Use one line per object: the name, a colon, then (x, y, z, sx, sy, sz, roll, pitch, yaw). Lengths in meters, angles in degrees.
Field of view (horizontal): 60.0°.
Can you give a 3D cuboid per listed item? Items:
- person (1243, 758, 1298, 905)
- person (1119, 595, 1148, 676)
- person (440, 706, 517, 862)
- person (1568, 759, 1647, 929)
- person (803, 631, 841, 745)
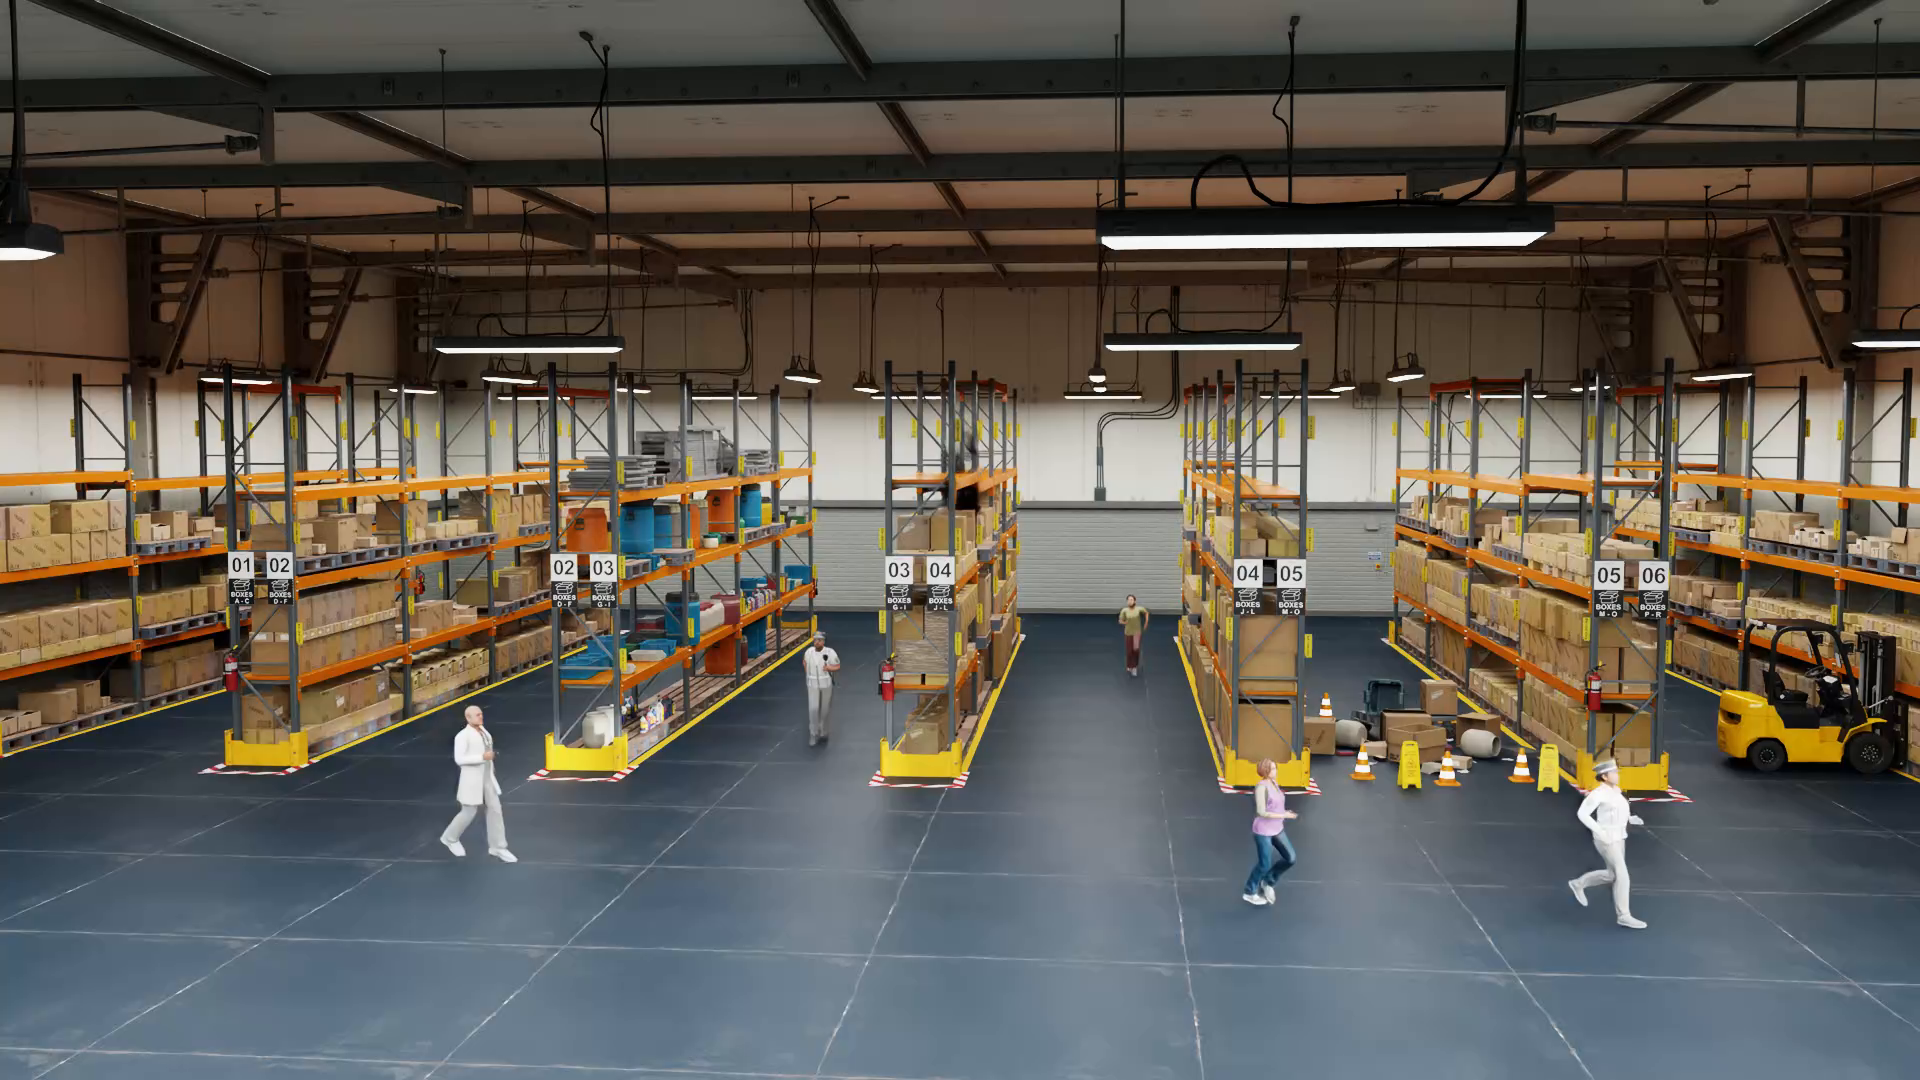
person: (3.255, 3.063, 17.399, 0.623, 1.553, 0.512, 3, 5, 40)
person: (3.537, 1.933, 33.928, 0.581, 1.654, 0.828, 1, 4, 12)
person: (-5.613, 2.817, 19.279, 0.981, 1.804, 0.698, 2, 4, 24)
person: (6.588, 3.046, 16.915, 0.625, 1.667, 0.844, -4, 5, -43)
person: (-2.226, 2.378, 26.744, 0.626, 1.863, 0.800, 0, 4, 0)
